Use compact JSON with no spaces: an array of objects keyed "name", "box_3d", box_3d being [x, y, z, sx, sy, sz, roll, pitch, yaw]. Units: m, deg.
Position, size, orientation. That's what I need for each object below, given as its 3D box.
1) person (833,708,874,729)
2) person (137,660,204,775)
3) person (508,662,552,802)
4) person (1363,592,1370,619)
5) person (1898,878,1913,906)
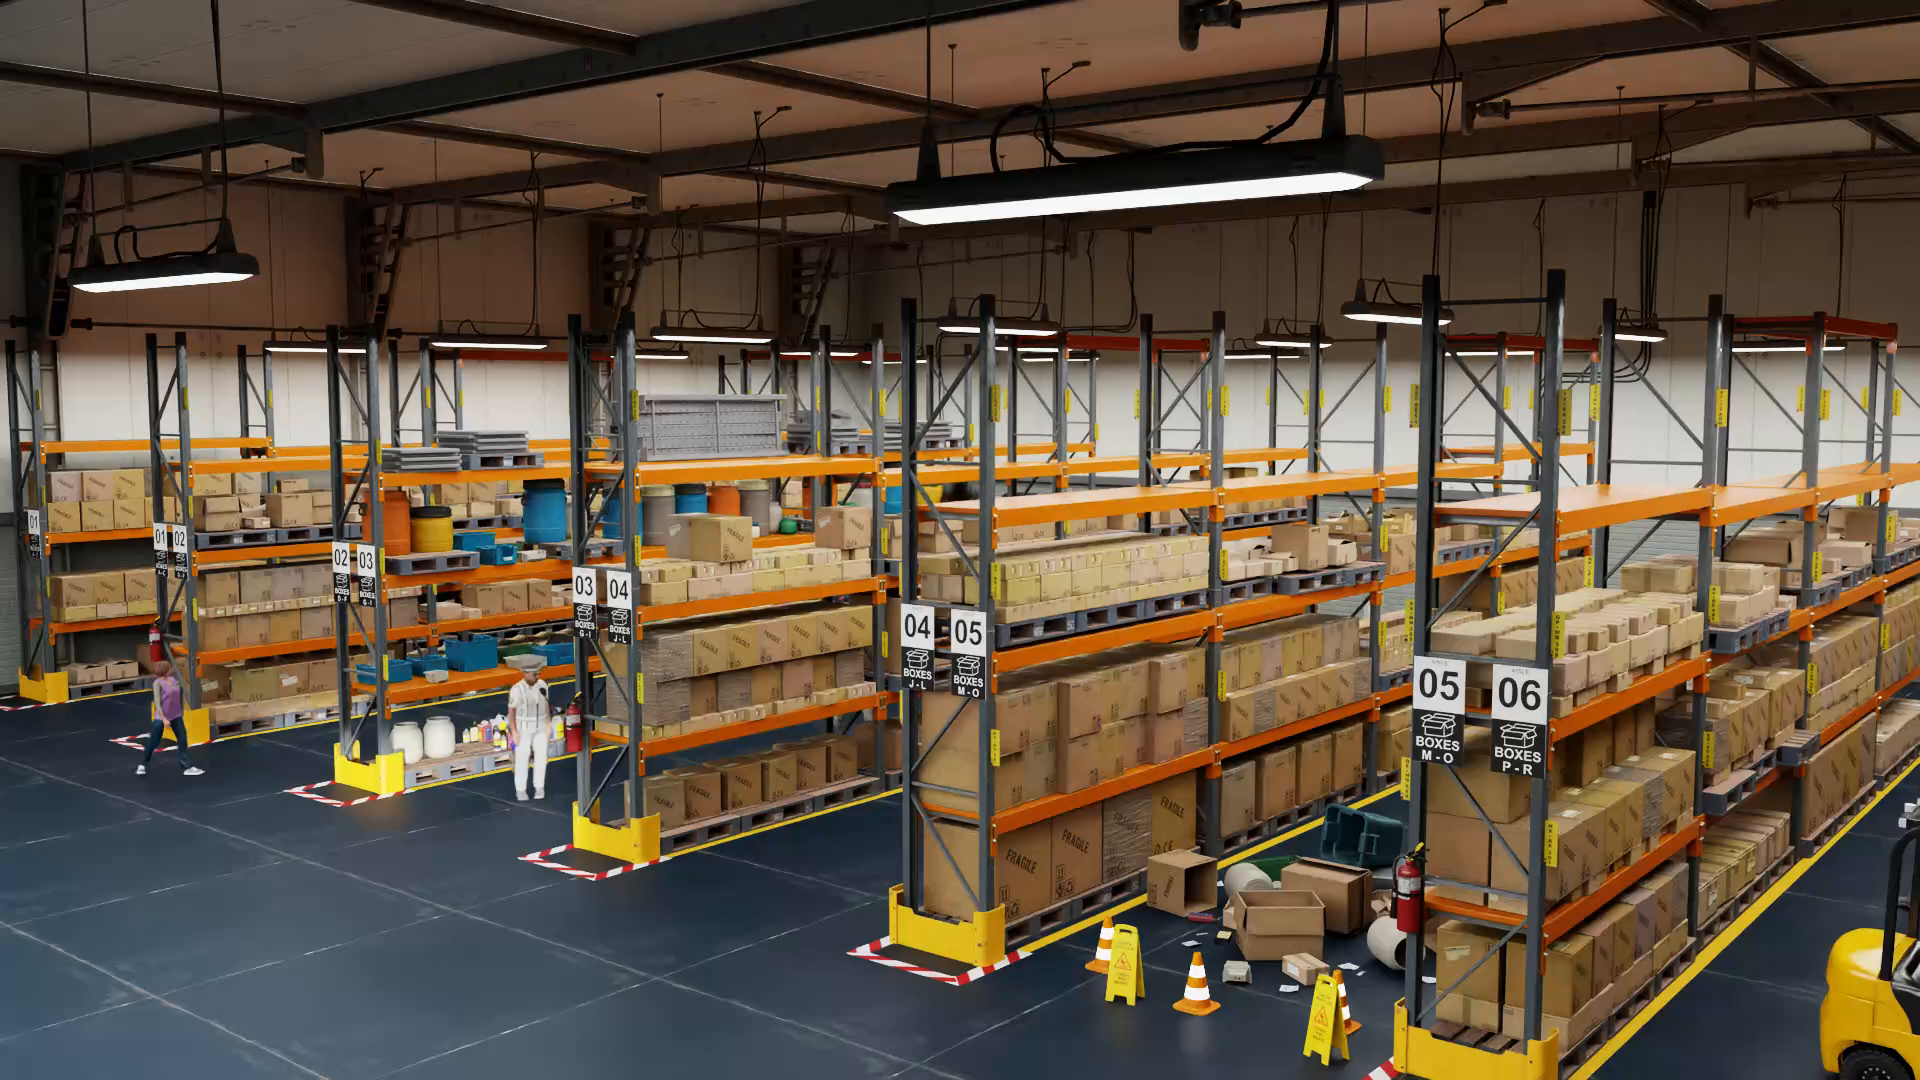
[{"name":"person","box_3d":[-1.548,1.953,24.335,0.639,1.670,0.540,-3,6,-27]},{"name":"person","box_3d":[-10.628,2.377,22.253,0.834,1.562,0.526,2,6,24]},{"name":"person","box_3d":[-5.456,2.407,21.089,0.567,1.768,0.426,-5,7,-42]},{"name":"person","box_3d":[7.348,1.594,29.732,0.442,1.784,0.670,1,5,15]},{"name":"person","box_3d":[9.669,2.848,16.451,0.444,1.679,0.652,-1,5,-12]}]
